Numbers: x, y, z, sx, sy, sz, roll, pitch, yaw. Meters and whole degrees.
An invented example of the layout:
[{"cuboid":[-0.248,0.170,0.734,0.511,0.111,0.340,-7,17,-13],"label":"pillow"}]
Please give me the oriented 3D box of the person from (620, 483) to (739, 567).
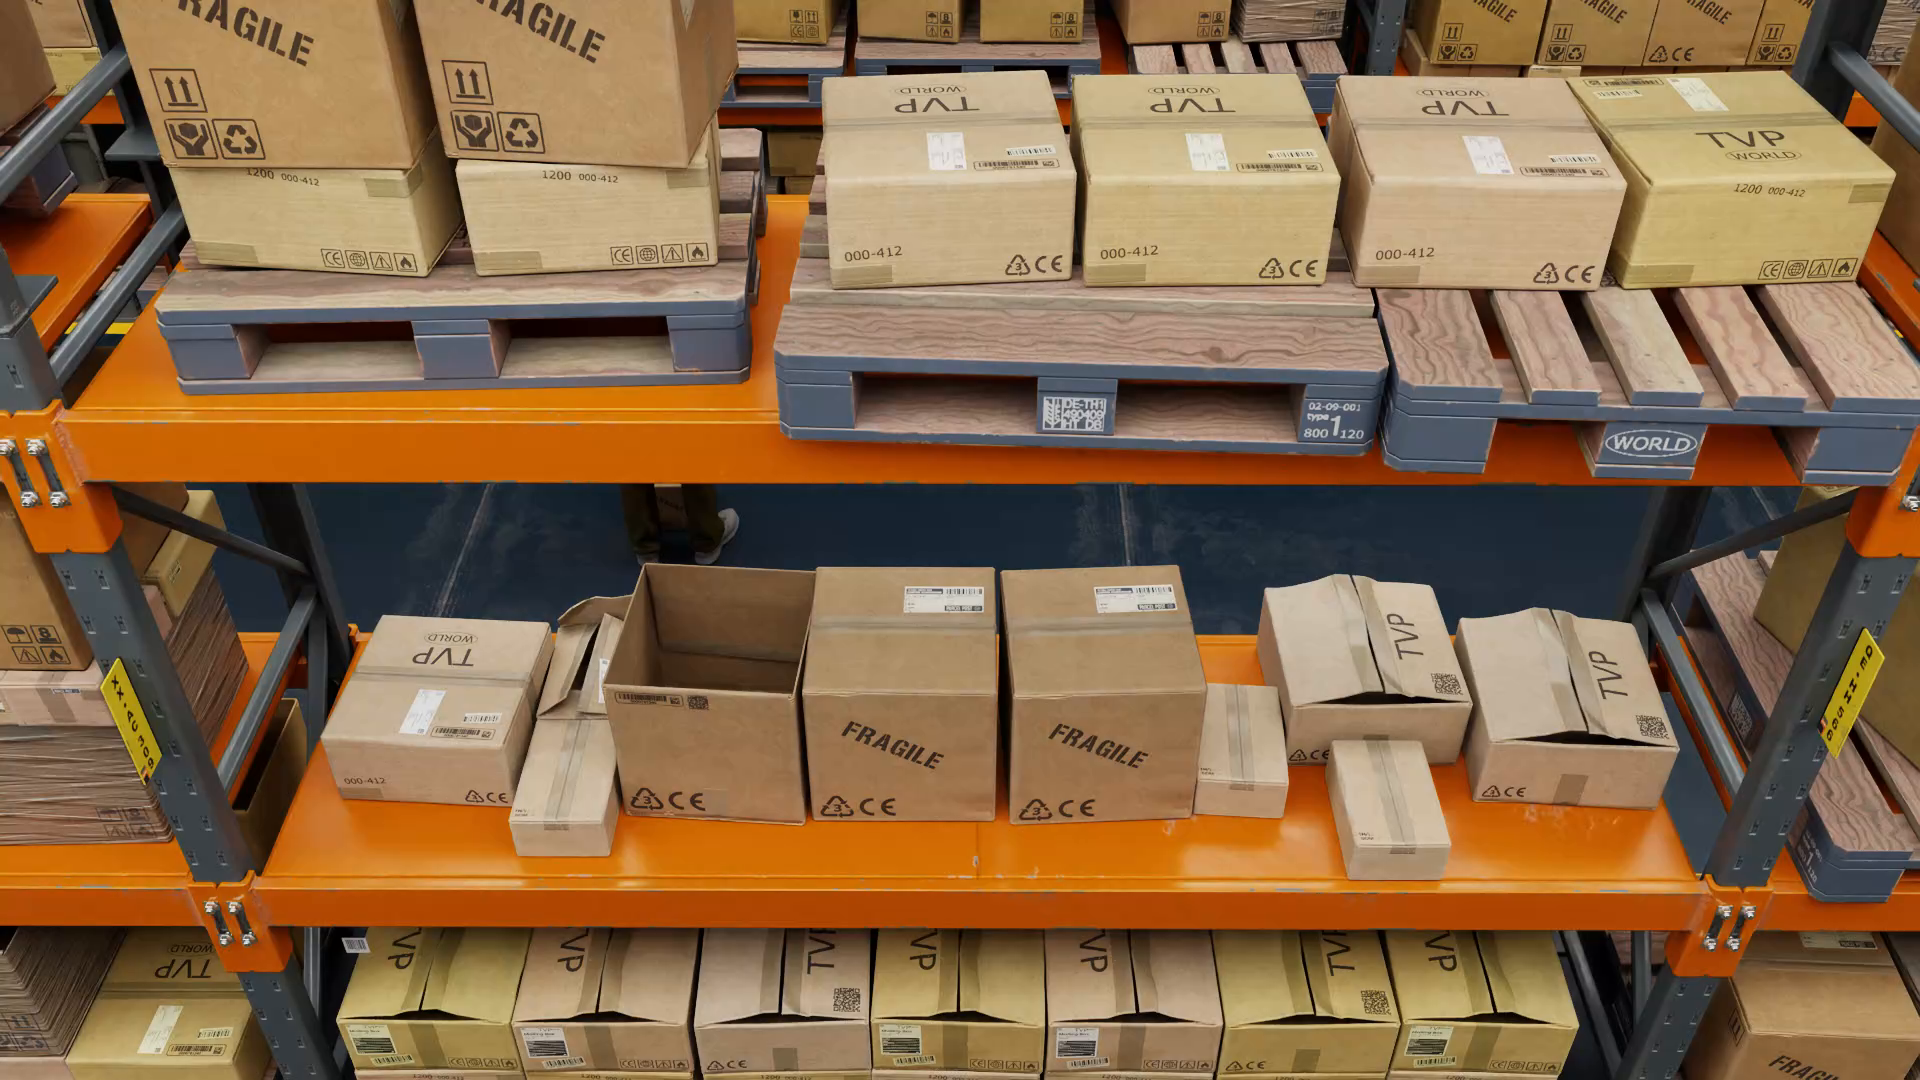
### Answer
[{"cuboid":[-1.317,-0.659,6.978,0.653,1.773,0.424,-2,39,-3],"label":"person"}]
